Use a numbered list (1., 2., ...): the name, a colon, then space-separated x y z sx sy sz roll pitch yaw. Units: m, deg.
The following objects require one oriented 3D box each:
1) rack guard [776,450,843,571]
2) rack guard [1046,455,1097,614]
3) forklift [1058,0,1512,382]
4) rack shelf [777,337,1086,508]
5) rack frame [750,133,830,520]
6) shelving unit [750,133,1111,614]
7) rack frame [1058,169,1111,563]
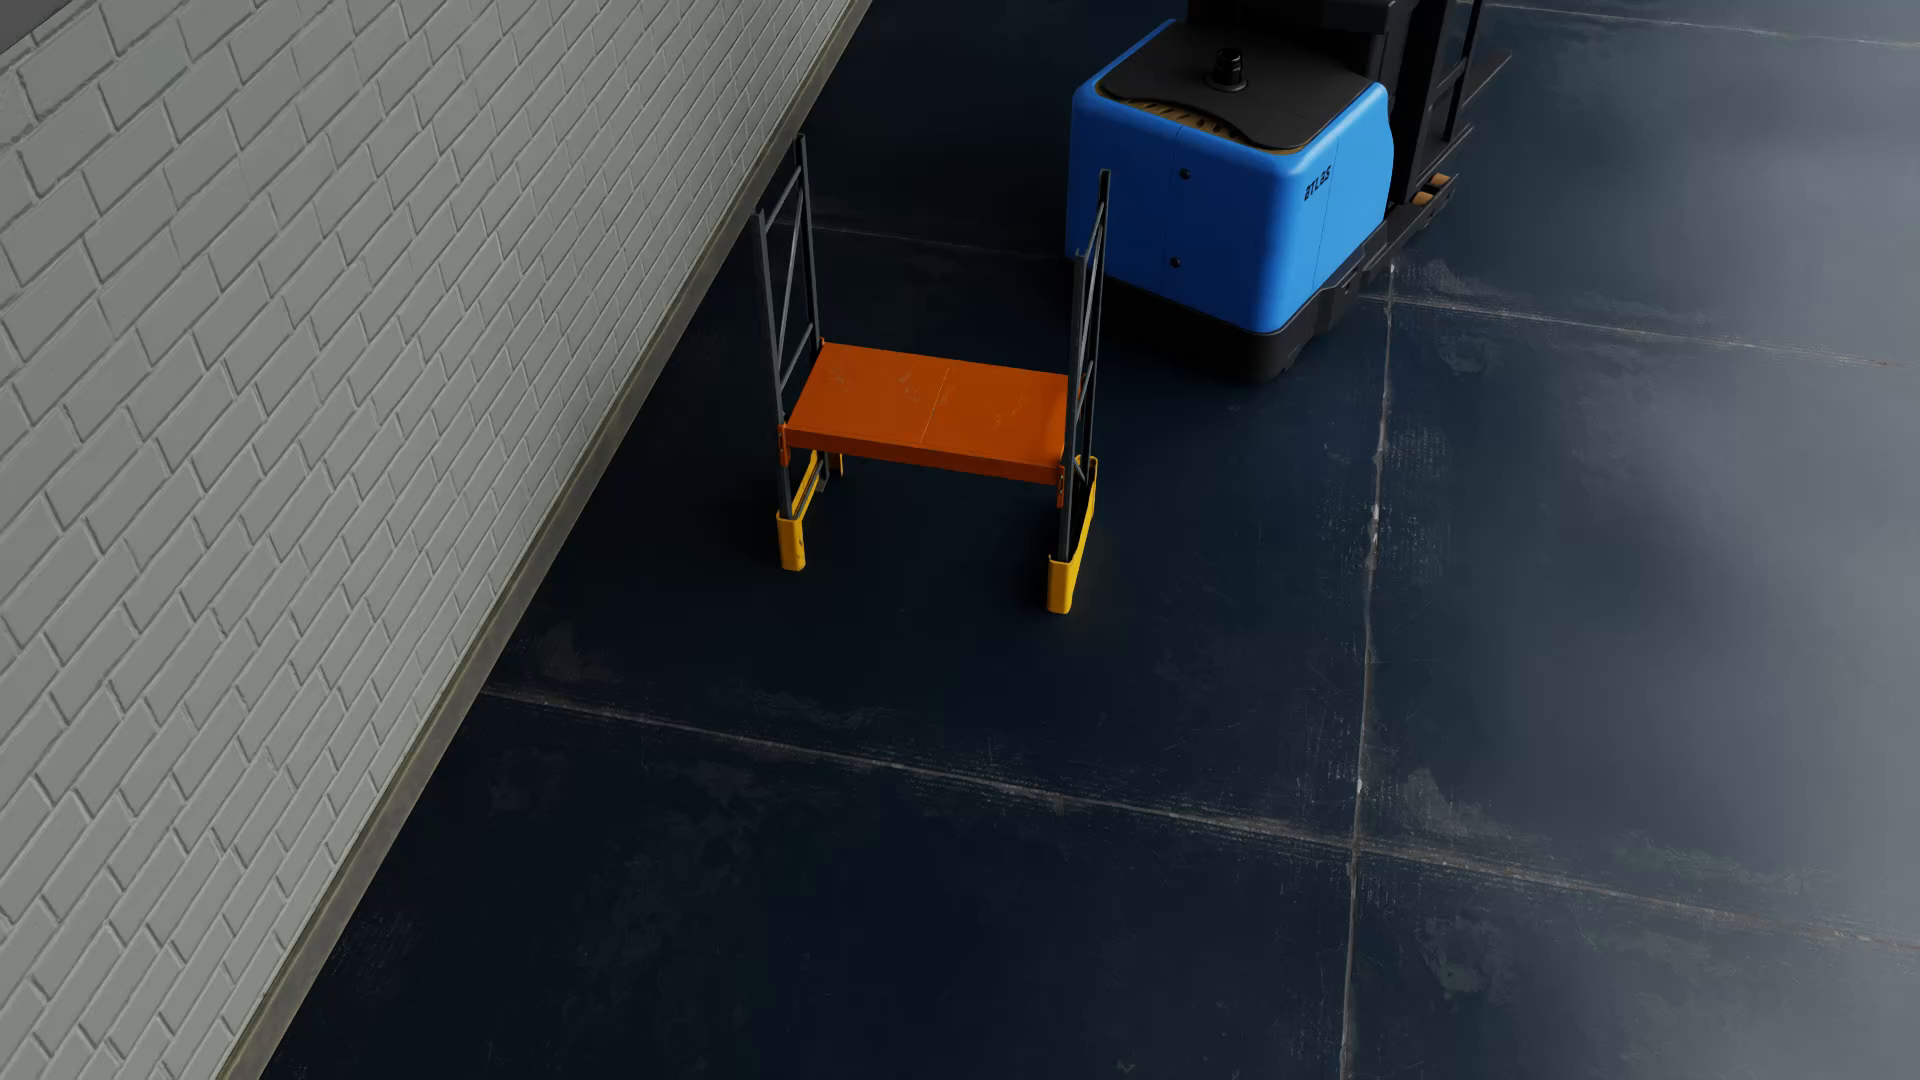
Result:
1. rack guard: -0.560 -0.177 6.254 0.087 0.250 0.587 9 45 9
2. rack guard: 0.412 -0.026 6.097 0.087 0.250 0.587 9 45 9
3. forklift: 1.690 -2.688 6.929 1.130 2.935 3.031 26 50 25
4. rack shelf: -0.083 -0.424 5.868 1.000 0.185 0.538 9 45 9
5. rack frame: -0.579 -0.630 5.823 0.032 1.500 0.500 9 45 9
6. shelving unit: -0.074 -0.552 5.742 1.083 1.500 0.587 9 45 9
7. rack frame: 0.413 -0.476 5.663 0.032 1.500 0.500 9 45 9
